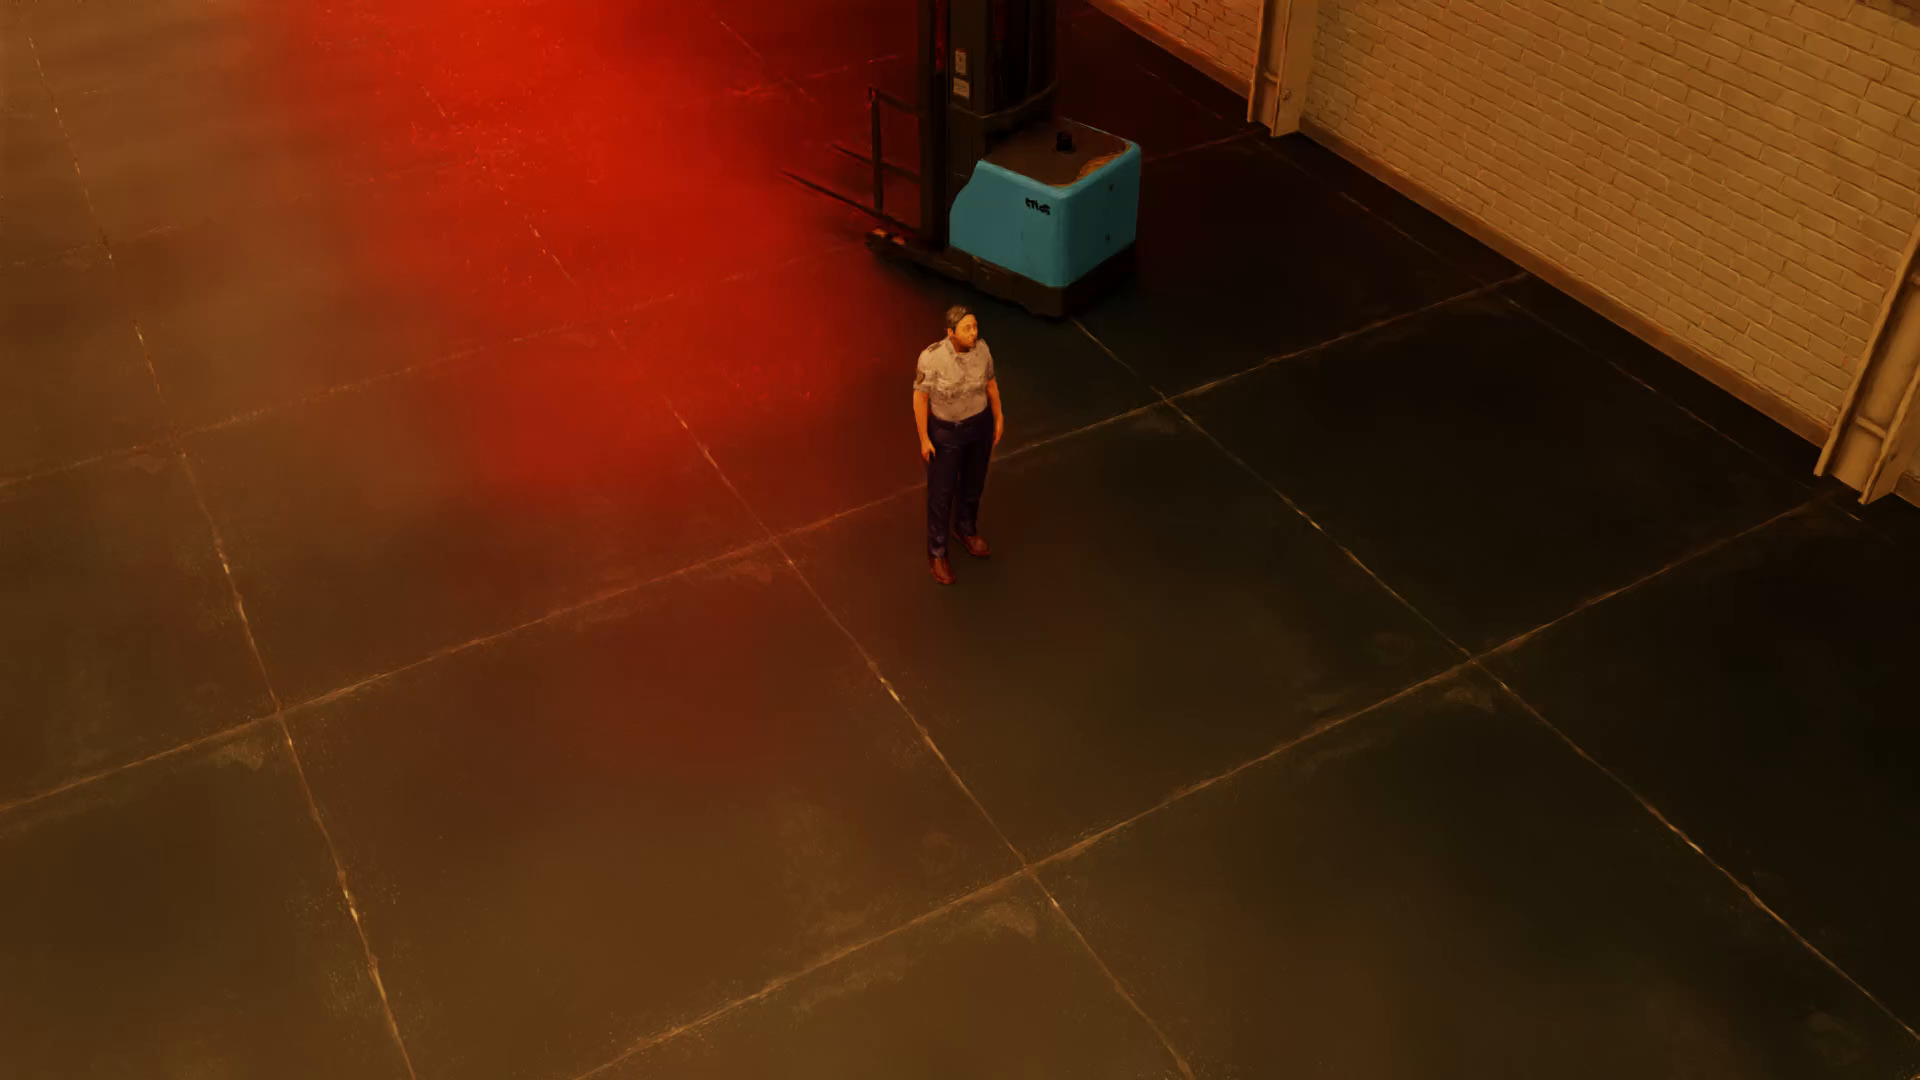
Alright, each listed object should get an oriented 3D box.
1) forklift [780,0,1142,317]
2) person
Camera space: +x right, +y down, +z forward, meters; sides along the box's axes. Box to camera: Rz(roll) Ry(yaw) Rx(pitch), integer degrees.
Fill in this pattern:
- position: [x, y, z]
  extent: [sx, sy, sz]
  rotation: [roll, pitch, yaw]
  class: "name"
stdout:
- position: [-0.106, -3.556, 12.324]
  extent: [3.031, 2.935, 1.130]
  rotation: [28, 47, 30]
  class: "forklift"
- position: [0.025, -0.583, 9.733]
  extent: [0.599, 1.650, 0.502]
  rotation: [-20, 44, -23]
  class: "person"
